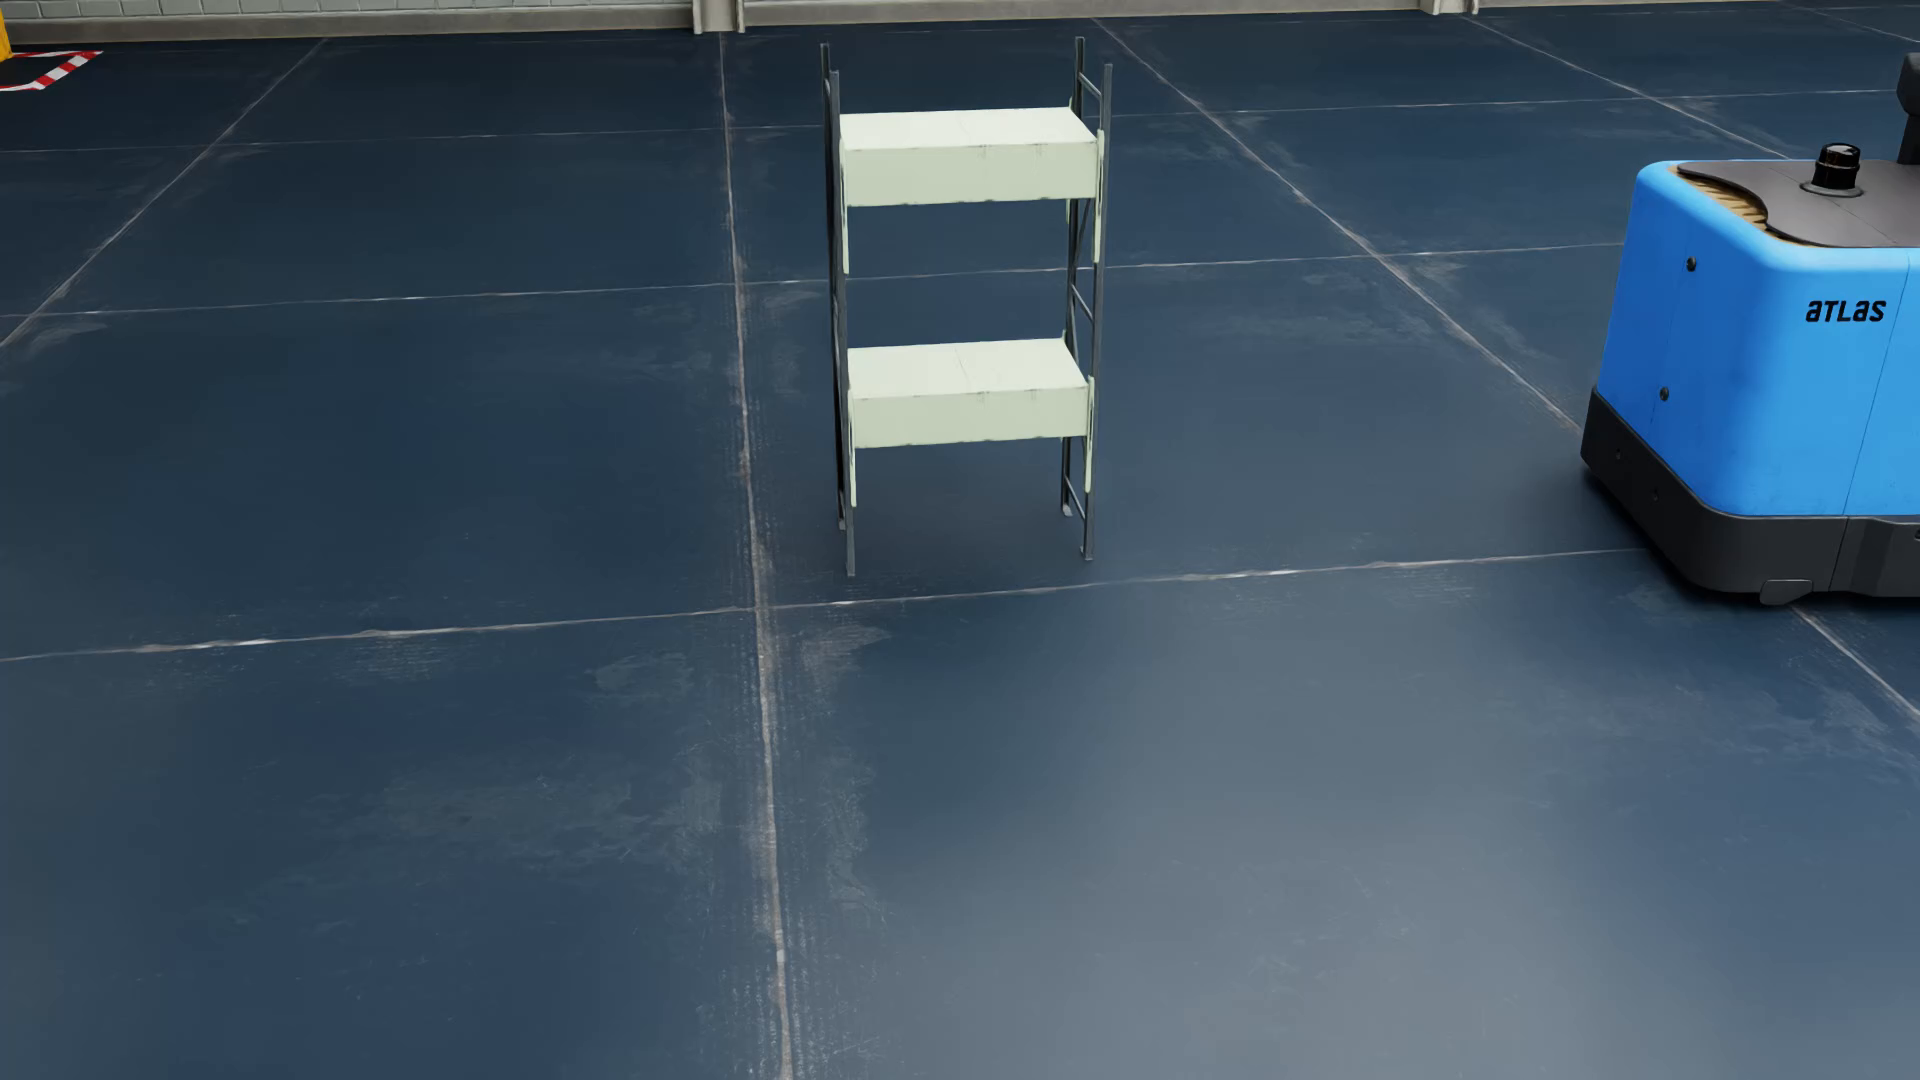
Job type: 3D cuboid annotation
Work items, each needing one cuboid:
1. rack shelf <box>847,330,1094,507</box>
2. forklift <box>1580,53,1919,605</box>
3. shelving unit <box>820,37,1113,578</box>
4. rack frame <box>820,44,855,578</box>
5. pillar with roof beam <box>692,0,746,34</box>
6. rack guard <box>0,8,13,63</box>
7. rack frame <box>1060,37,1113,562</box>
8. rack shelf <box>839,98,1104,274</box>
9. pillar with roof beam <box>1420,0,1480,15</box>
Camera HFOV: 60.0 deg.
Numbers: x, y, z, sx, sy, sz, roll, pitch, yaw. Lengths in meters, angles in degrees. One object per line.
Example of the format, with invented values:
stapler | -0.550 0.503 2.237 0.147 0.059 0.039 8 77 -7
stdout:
rack shelf | 0.007 -0.378 5.057 0.720 0.370 0.431 -4 27 -7
forklift | 3.630 -1.341 4.654 3.031 2.935 1.130 -1 27 -1
shelving unit | 0.007 -0.668 4.908 0.755 1.500 0.431 -4 27 -7
rack frame | -0.356 -0.644 4.863 0.023 1.500 0.400 -4 27 -7
pillar with roof beam | -1.289 -6.068 7.219 0.400 9.000 9.100 -4 27 -7
rack guard | -6.992 -3.490 11.504 0.348 0.500 1.175 -4 27 -7
rack frame | 0.369 -0.691 4.954 0.023 1.500 0.400 -4 27 -7
rack shelf | 0.007 -1.015 4.730 0.720 0.370 0.431 -4 27 -7
pillar with roof beam | 4.652 -6.450 7.963 0.400 9.000 9.100 -4 27 -7
